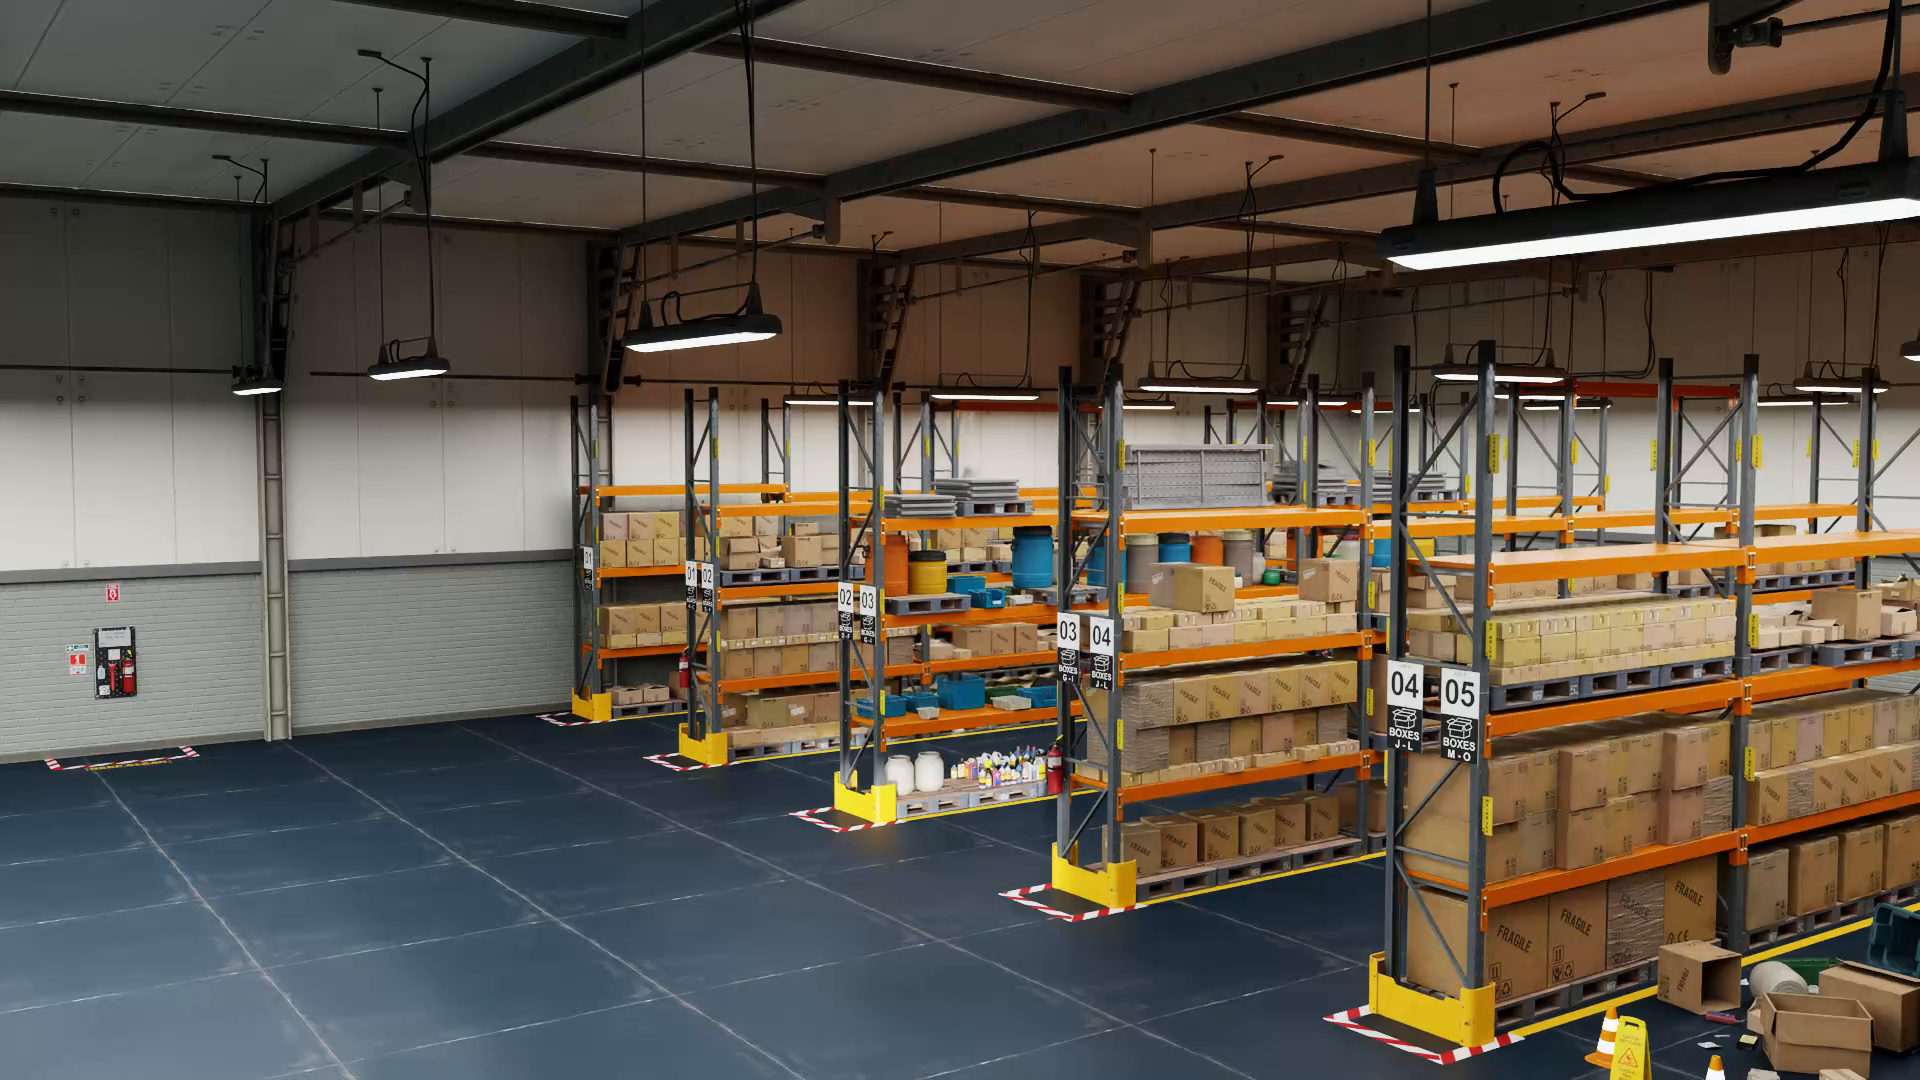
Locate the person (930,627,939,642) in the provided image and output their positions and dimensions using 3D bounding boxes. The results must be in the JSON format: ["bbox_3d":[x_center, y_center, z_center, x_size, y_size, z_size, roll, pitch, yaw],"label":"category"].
[{"bbox_3d":[-0.555,2.038,31.661,0.325,0.869,0.644,-3,4,-37],"label":"person"}]
